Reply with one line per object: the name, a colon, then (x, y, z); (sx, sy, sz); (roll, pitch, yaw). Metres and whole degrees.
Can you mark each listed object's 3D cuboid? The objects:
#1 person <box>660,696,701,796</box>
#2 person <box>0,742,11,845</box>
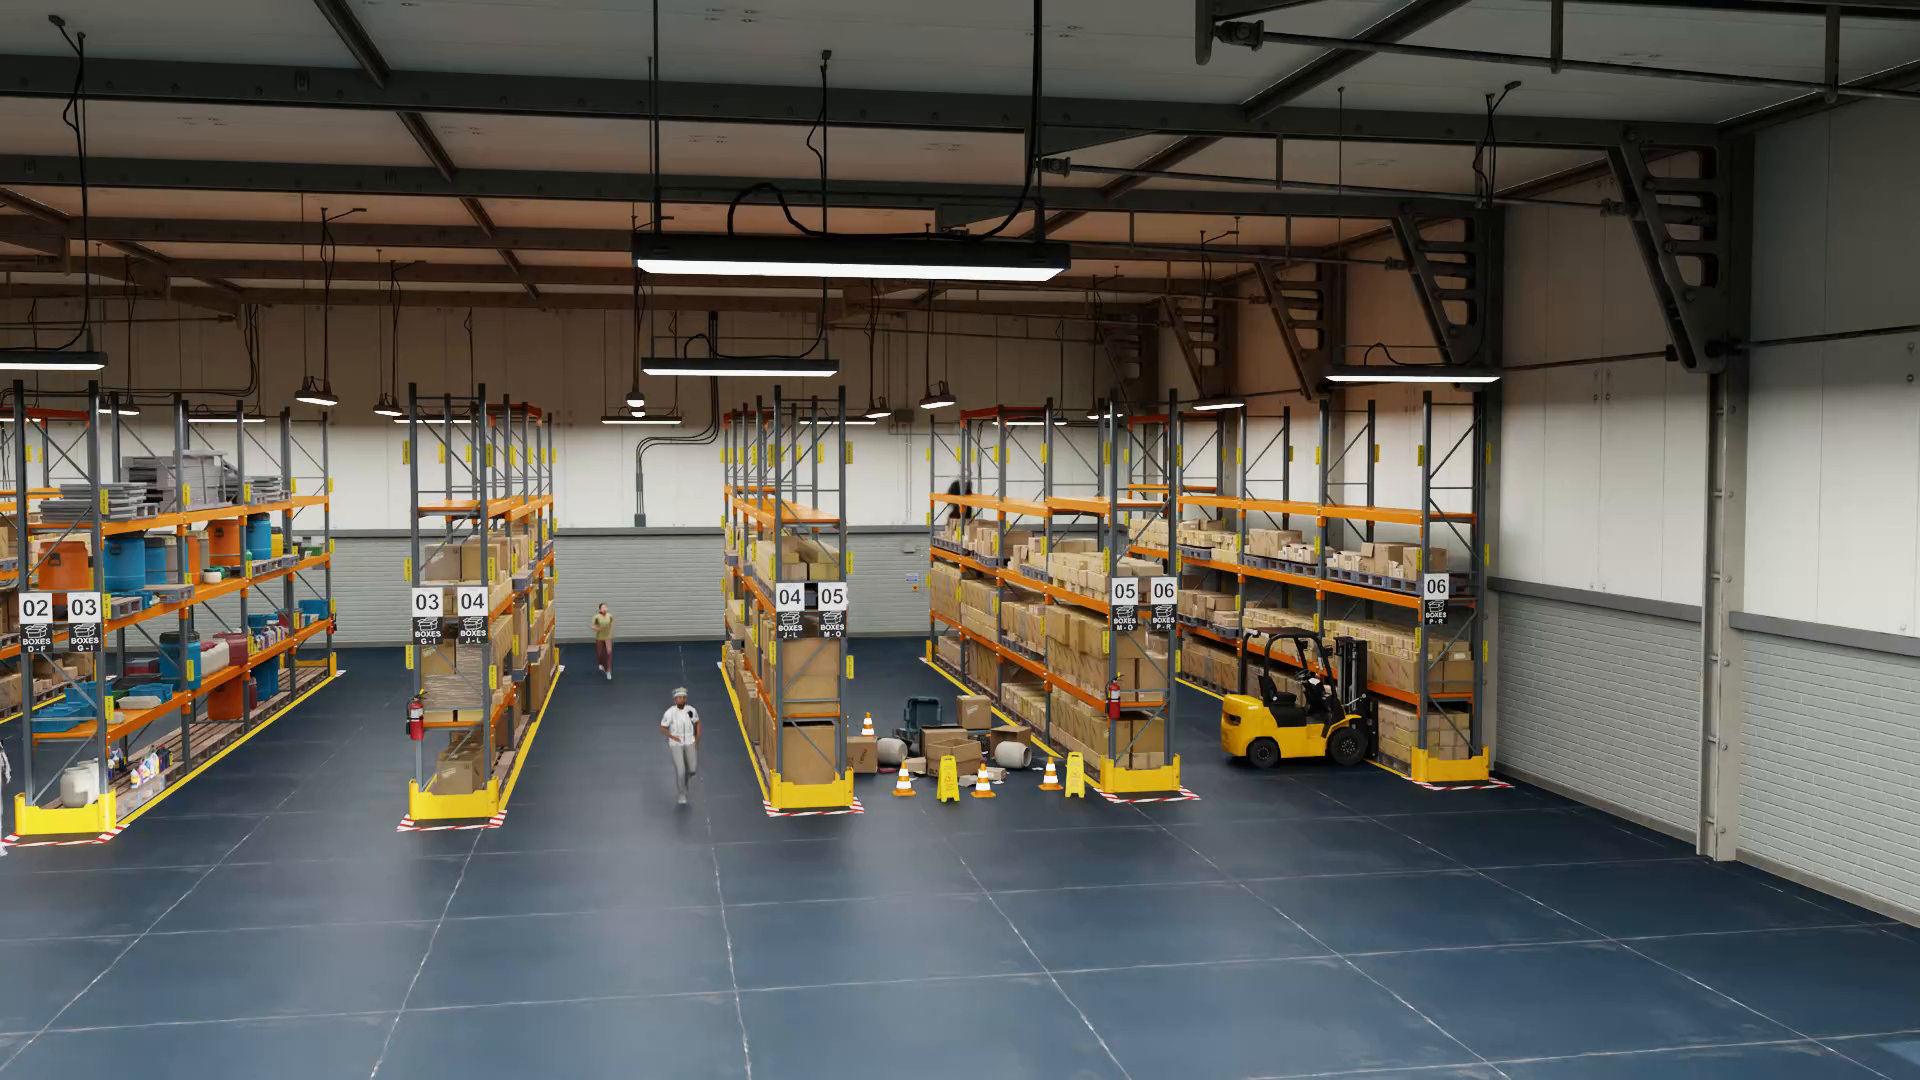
person: (-4.009, 2.944, 24.039); (0.623, 1.534, 0.473); (-1, 3, -26)
person: (-12.314, 3.072, 20.970); (0.636, 1.580, 0.640); (2, 4, 34)
